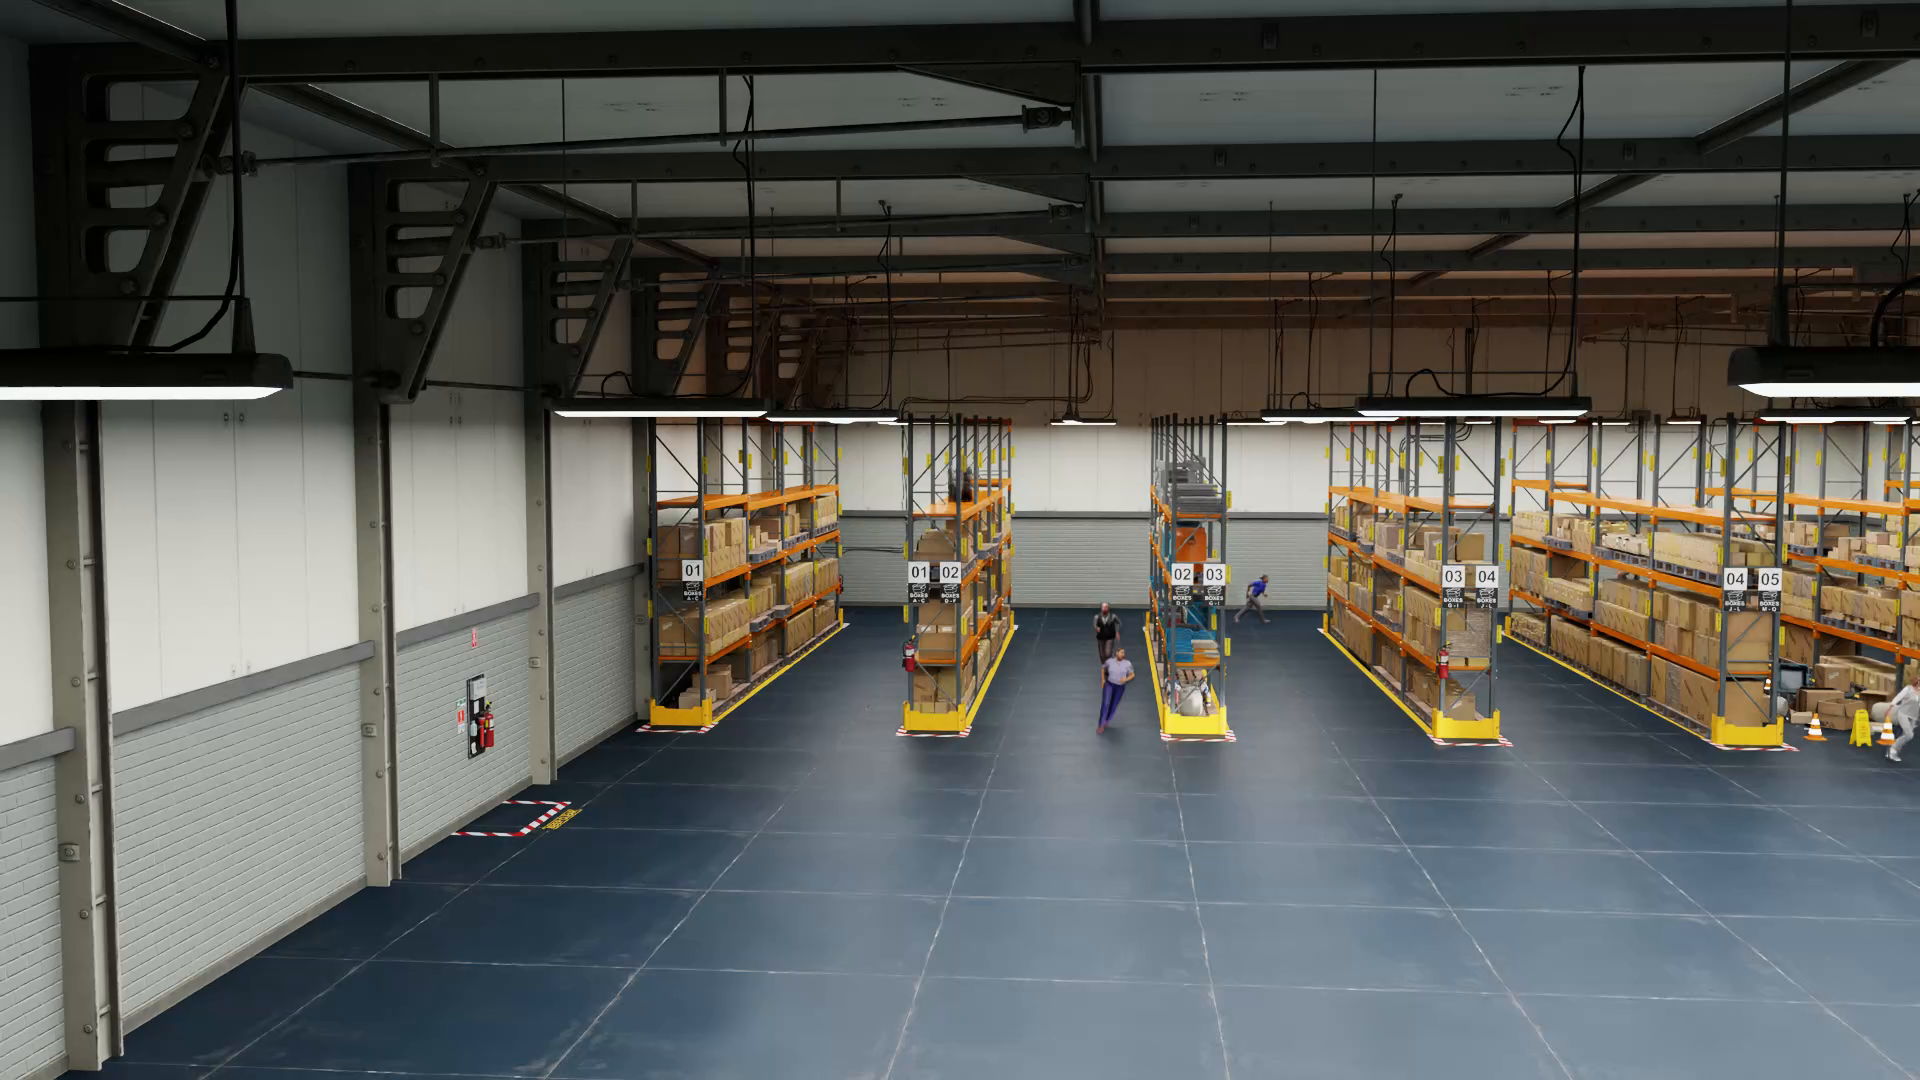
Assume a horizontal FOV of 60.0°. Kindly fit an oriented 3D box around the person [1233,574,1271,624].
[{"bbox_3d":[8.540,1.703,48.436,1.104,1.449,0.561,2,5,32],"label":"person"}]

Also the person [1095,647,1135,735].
[{"bbox_3d":[2.904,2.807,31.407,0.766,1.612,0.842,0,4,-2],"label":"person"}]

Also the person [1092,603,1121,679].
[{"bbox_3d":[3.331,2.312,38.013,0.631,1.753,0.811,1,4,16],"label":"person"}]

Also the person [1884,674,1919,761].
[{"bbox_3d":[16.209,3.042,28.399,0.520,1.538,0.692,-1,4,-15],"label":"person"}]

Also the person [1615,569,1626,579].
[{"bbox_3d":[18.691,1.664,47.237,0.761,1.792,0.677,0,4,-6],"label":"person"}]
